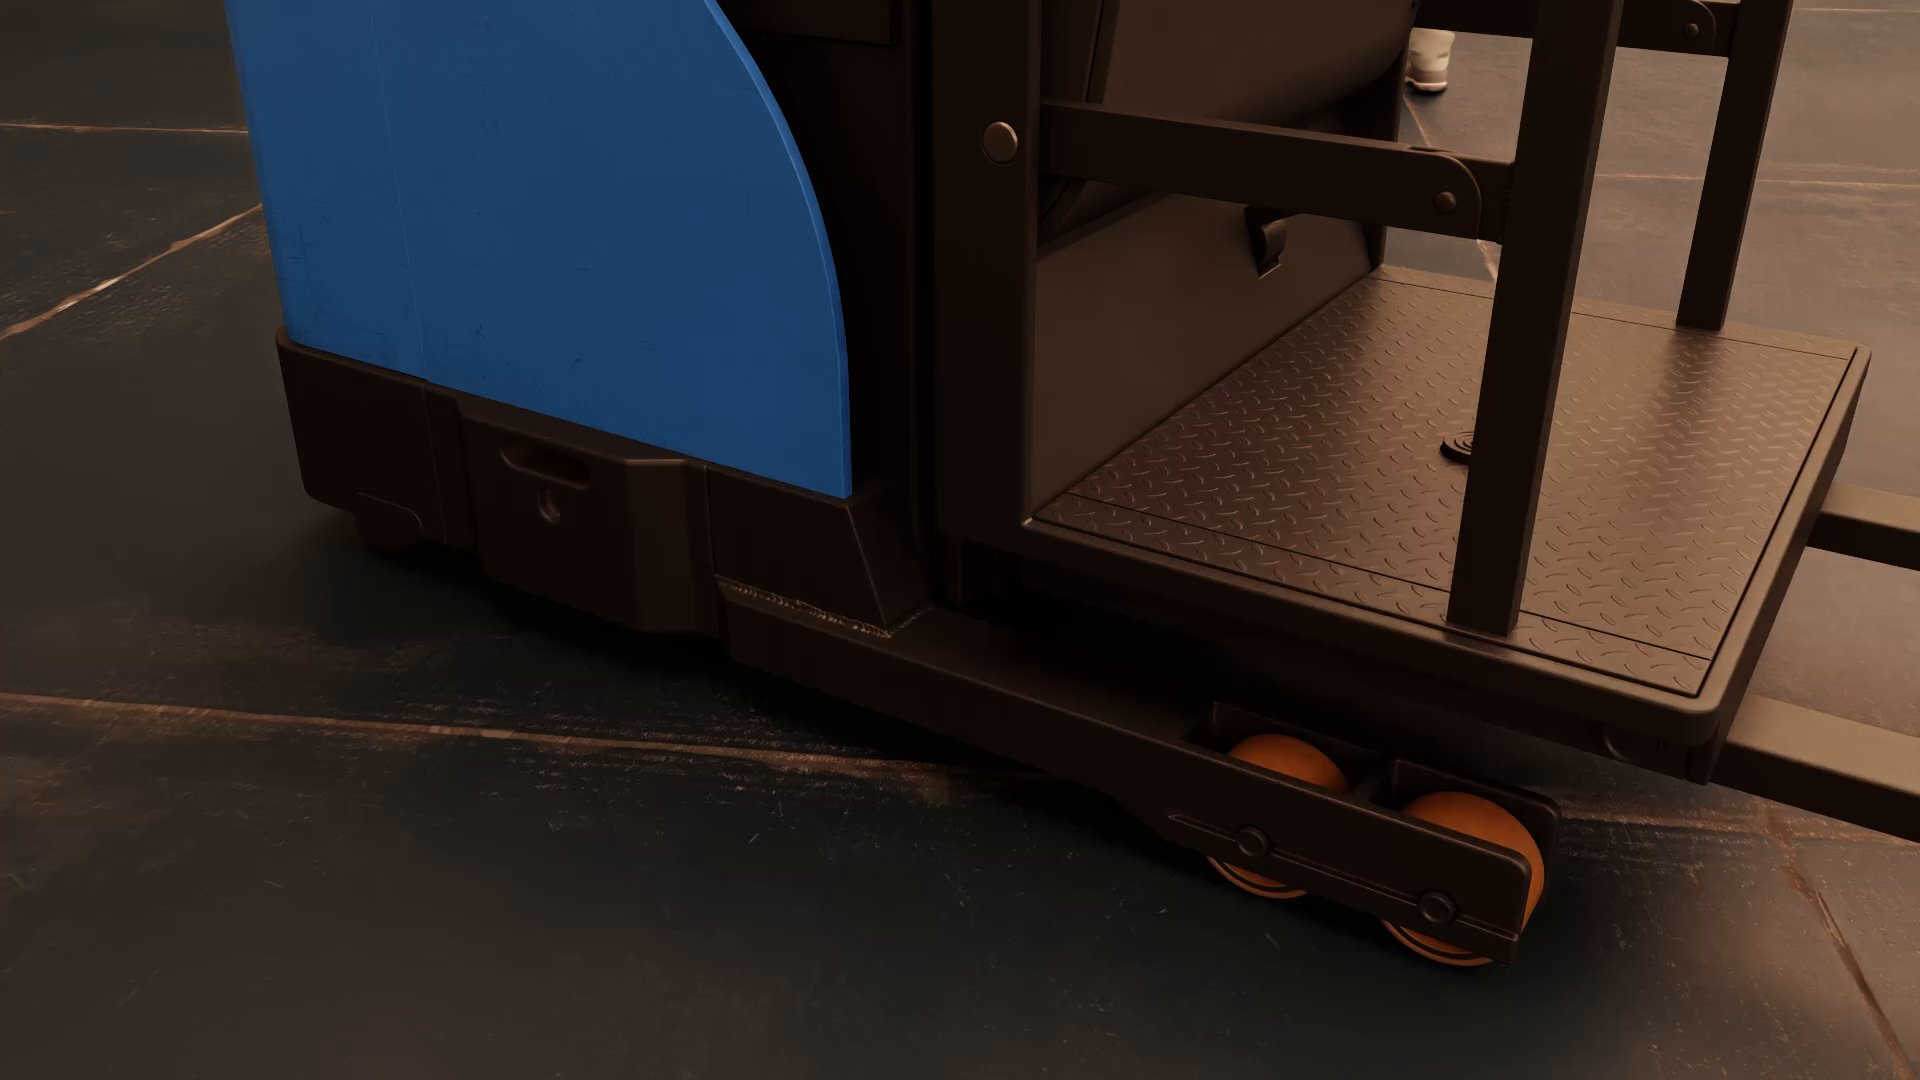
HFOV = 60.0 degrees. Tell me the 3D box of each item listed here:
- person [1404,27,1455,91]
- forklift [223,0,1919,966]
[{"bbox_3d":[1.349,-2.268,5.075,0.622,1.796,0.493,1,27,1],"label":"person"},{"bbox_3d":[0.525,-1.161,1.544,3.031,2.935,1.130,16,31,29],"label":"forklift"}]
